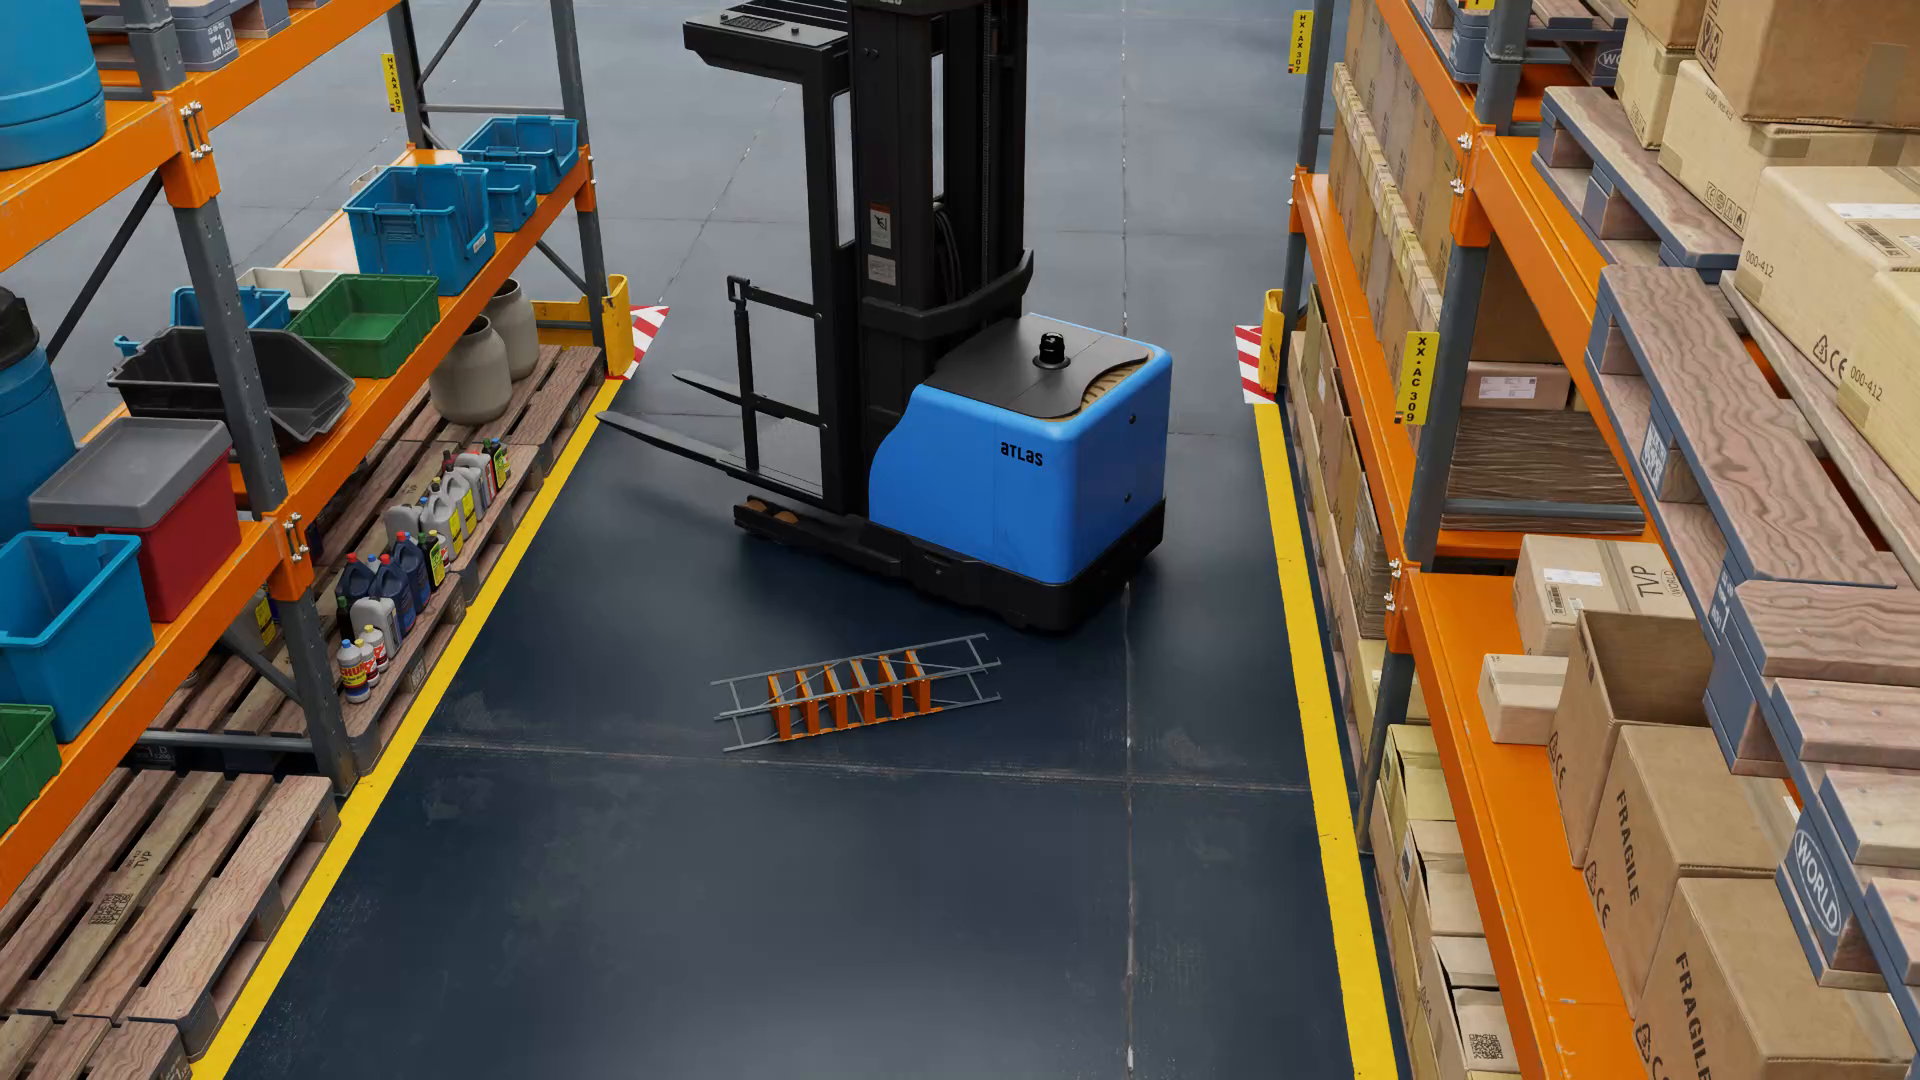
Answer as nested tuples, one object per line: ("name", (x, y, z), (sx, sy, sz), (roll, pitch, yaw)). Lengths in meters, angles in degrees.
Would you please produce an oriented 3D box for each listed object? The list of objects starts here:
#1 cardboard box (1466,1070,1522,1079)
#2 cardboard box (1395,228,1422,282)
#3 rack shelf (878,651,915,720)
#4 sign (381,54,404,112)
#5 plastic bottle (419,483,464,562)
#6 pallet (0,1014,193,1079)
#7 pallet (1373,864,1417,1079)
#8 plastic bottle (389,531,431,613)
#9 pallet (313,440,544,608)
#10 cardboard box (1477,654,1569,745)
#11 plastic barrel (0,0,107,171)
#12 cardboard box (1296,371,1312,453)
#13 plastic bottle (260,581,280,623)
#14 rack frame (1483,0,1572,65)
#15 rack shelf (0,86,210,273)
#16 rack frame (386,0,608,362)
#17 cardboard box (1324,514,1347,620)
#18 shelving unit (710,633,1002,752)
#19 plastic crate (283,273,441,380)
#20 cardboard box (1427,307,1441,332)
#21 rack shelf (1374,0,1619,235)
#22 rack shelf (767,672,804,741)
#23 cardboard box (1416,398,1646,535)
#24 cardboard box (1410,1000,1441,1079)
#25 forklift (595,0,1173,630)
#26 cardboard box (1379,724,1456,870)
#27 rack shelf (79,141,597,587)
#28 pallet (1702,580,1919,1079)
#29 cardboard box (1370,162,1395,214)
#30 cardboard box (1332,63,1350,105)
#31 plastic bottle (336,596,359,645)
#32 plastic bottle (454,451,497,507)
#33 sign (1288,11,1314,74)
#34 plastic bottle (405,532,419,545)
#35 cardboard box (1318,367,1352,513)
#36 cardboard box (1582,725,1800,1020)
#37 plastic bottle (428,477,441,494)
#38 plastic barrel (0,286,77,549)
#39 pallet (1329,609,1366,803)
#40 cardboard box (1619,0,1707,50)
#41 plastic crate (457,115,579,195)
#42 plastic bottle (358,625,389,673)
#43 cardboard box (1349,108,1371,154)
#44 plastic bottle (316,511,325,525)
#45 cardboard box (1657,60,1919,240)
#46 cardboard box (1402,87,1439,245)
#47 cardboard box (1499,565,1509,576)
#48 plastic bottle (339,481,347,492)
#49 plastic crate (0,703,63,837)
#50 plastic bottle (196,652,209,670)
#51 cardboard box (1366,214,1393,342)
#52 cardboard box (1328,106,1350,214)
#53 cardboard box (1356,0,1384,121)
("cardboard box", (1.610, 1.671, 4.365), (0.500, 0.311, 0.500), (3, 32, 5))
("cardboard box", (1.909, -1.093, 6.451), (0.380, 0.149, 0.250), (2, 32, 4))
("rack shelf", (-0.274, 0.613, 7.067), (0.103, 0.180, 0.258), (-9, 33, -14))
("sign", (-3.143, -2.540, 9.249), (0.100, 0.325, 0.005), (2, 32, 4))
("plastic bottle", (-2.392, -0.090, 7.642), (0.144, 0.351, 0.185), (2, 32, 4))
("pallet", (-3.043, 1.934, 4.910), (1.003, 0.211, 1.213), (2, 32, 4))
("pallet", (1.994, 1.483, 5.643), (1.003, 0.211, 1.213), (2, 32, 4))
("plastic bottle", (-2.426, 0.133, 7.281), (0.144, 0.351, 0.185), (1, 32, 2))
("pallet", (-2.728, -0.107, 8.222), (1.003, 0.211, 1.213), (2, 32, 4))
("cardboard box", (1.740, 0.470, 4.867), (0.380, 0.149, 0.250), (2, 32, 4))
("plastic barrel", (-2.746, -1.520, 4.520), (0.600, 0.901, 0.708), (2, 32, 4))
("cardboard box", (2.039, -0.658, 8.680), (0.500, 0.250, 0.500), (2, 32, 4))
("plastic bottle", (-2.991, 0.211, 7.225), (0.152, 0.276, 0.135), (2, 32, 4))
("rack frame", (2.015, -2.645, 3.965), (1.000, 3.000, 0.127), (2, 32, 4))
("rack shelf", (-3.084, -0.230, 3.590), (1.077, 0.370, 4.000), (2, 32, 4))
("rack frame", (-2.595, -2.396, 9.279), (1.000, 3.000, 0.127), (2, 32, 4))
("cardboard box", (1.912, 0.126, 7.408), (0.500, 0.250, 0.500), (2, 32, 4))
("shelving unit", (-0.432, 0.639, 7.027), (1.200, 0.189, 0.258), (-9, 33, -14))
("plastic crate", (-2.529, -0.912, 7.073), (0.450, 0.188, 0.662), (2, 32, 4))
("cardboard box", (1.846, -0.690, 5.798), (0.380, 0.149, 0.250), (2, 32, 3))
("rack shelf", (2.178, -2.108, 6.638), (1.077, 0.370, 4.000), (2, 32, 4))
("rack shelf", (-0.734, 0.688, 6.950), (0.103, 0.180, 0.258), (-9, 33, -14))
("cardboard box", (2.045, -0.366, 5.890), (0.700, 0.500, 0.500), (2, 32, 3))
("cardboard box", (1.653, 1.639, 4.952), (0.500, 0.250, 0.500), (2, 32, 2))
("forklift", (-0.518, -1.430, 7.776), (3.031, 2.935, 1.130), (19, 37, 28))
("cardboard box", (1.734, 0.867, 5.670), (0.500, 0.311, 0.500), (3, 32, 4))
("rack shelf", (-2.758, -1.044, 7.771), (1.077, 0.370, 4.000), (2, 32, 4))
("pallet", (1.656, 0.445, 1.989), (1.213, 0.211, 1.003), (4, 32, 6))
("cardboard box", (1.969, -1.502, 7.114), (0.380, 0.149, 0.250), (3, 32, 4))
("cardboard box", (2.095, -2.306, 8.418), (0.380, 0.149, 0.250), (2, 32, 4))
("plastic bottle", (-2.565, 0.342, 7.006), (0.061, 0.283, 0.133), (2, 32, 4))
("plastic bottle", (-2.356, -0.314, 8.078), (0.152, 0.276, 0.135), (3, 32, 4))
("sign", (1.788, -2.612, 8.728), (0.100, 0.325, 0.005), (2, 32, 4))
("plastic bottle", (-2.452, 0.088, 7.429), (0.097, 0.271, 0.097), (0, 32, 0))
("cardboard box", (1.951, -0.455, 7.635), (0.500, 0.500, 0.500), (2, 32, 4))
("cardboard box", (1.853, 0.805, 3.990), (0.500, 0.500, 0.500), (3, 32, 4))
("plastic bottle", (-2.493, -0.206, 7.973), (0.097, 0.201, 0.097), (0, 32, 0))
("plastic barrel", (-3.255, -0.329, 5.447), (0.600, 0.901, 0.708), (2, 32, 4))
("pallet", (2.122, 0.682, 6.942), (1.003, 0.211, 1.213), (2, 32, 4))
("cardboard box", (1.926, -1.481, 3.964), (0.500, 0.500, 0.500), (3, 32, 5))
("plastic crate", (-2.338, -2.059, 8.873), (0.499, 0.251, 0.616), (2, 32, 4))
("plastic bottle", (-2.442, 0.445, 6.917), (0.097, 0.201, 0.097), (0, 32, 0))
("cardboard box", (2.031, -1.905, 7.769), (0.380, 0.149, 0.250), (2, 32, 3))
("plastic bottle", (-3.098, -0.174, 7.922), (0.097, 0.201, 0.097), (0, 32, 0))
("cardboard box", (1.914, -0.874, 3.693), (0.500, 0.250, 0.500), (0, 32, -1))
("cardboard box", (2.127, -1.444, 6.403), (0.700, 0.500, 0.500), (2, 32, 4))
("cardboard box", (2.398, 0.090, 6.750), (0.500, 0.500, 0.500), (2, 32, 4))
("plastic bottle", (-3.090, -0.375, 8.169), (0.061, 0.283, 0.133), (3, 32, 5))
("plastic crate", (-2.782, 0.708, 4.444), (0.450, 0.188, 0.662), (2, 32, 4))
("plastic bottle", (-3.211, 0.399, 6.914), (0.061, 0.283, 0.133), (4, 32, 6))
("cardboard box", (2.167, -1.172, 7.198), (0.700, 0.500, 0.500), (3, 32, 5))
("cardboard box", (2.290, -1.982, 8.511), (0.700, 0.500, 0.500), (2, 32, 4))
("cardboard box", (2.249, -2.231, 7.680), (0.700, 0.500, 0.500), (2, 32, 3))
